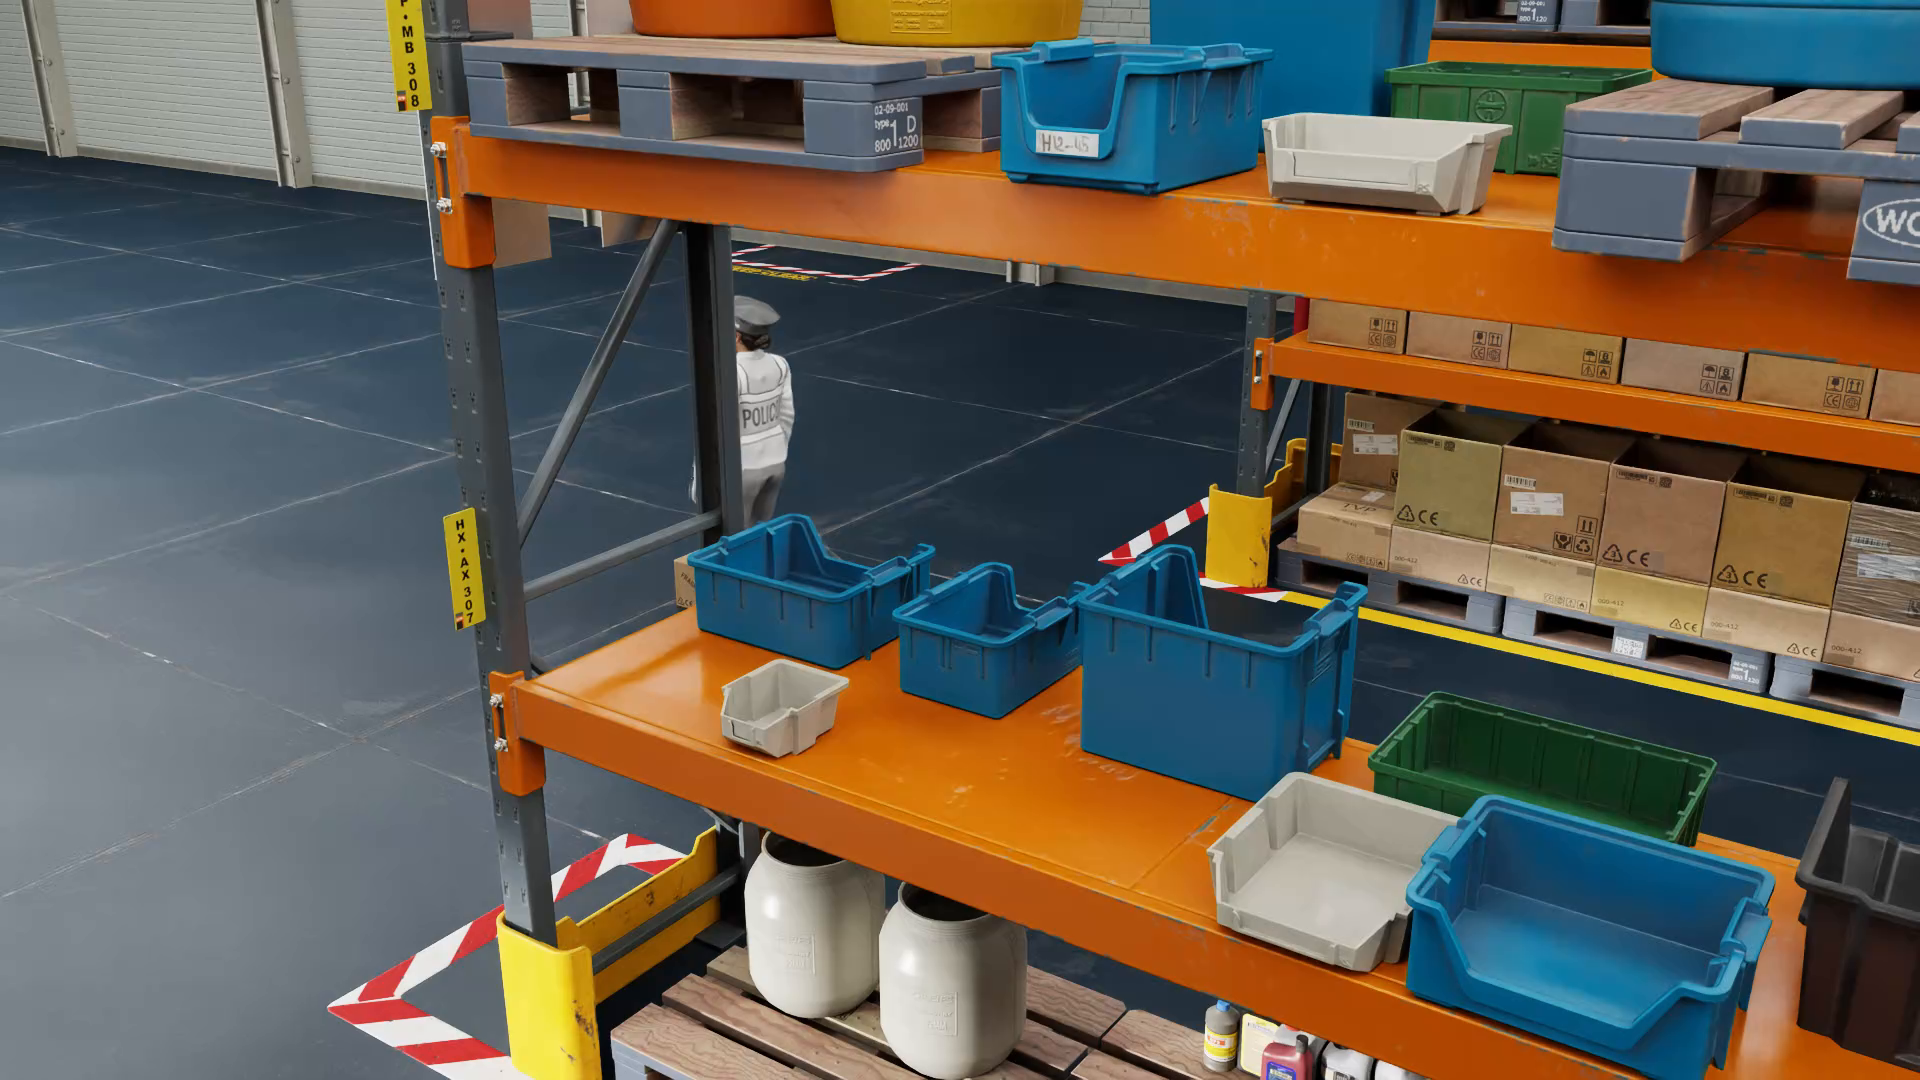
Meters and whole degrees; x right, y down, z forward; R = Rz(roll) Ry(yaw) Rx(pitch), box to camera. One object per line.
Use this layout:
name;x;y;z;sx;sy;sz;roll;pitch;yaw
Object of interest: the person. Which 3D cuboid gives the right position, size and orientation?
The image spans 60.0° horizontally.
person;-1.022;-0.300;8.009;0.342;1.759;0.568;13;24;32
